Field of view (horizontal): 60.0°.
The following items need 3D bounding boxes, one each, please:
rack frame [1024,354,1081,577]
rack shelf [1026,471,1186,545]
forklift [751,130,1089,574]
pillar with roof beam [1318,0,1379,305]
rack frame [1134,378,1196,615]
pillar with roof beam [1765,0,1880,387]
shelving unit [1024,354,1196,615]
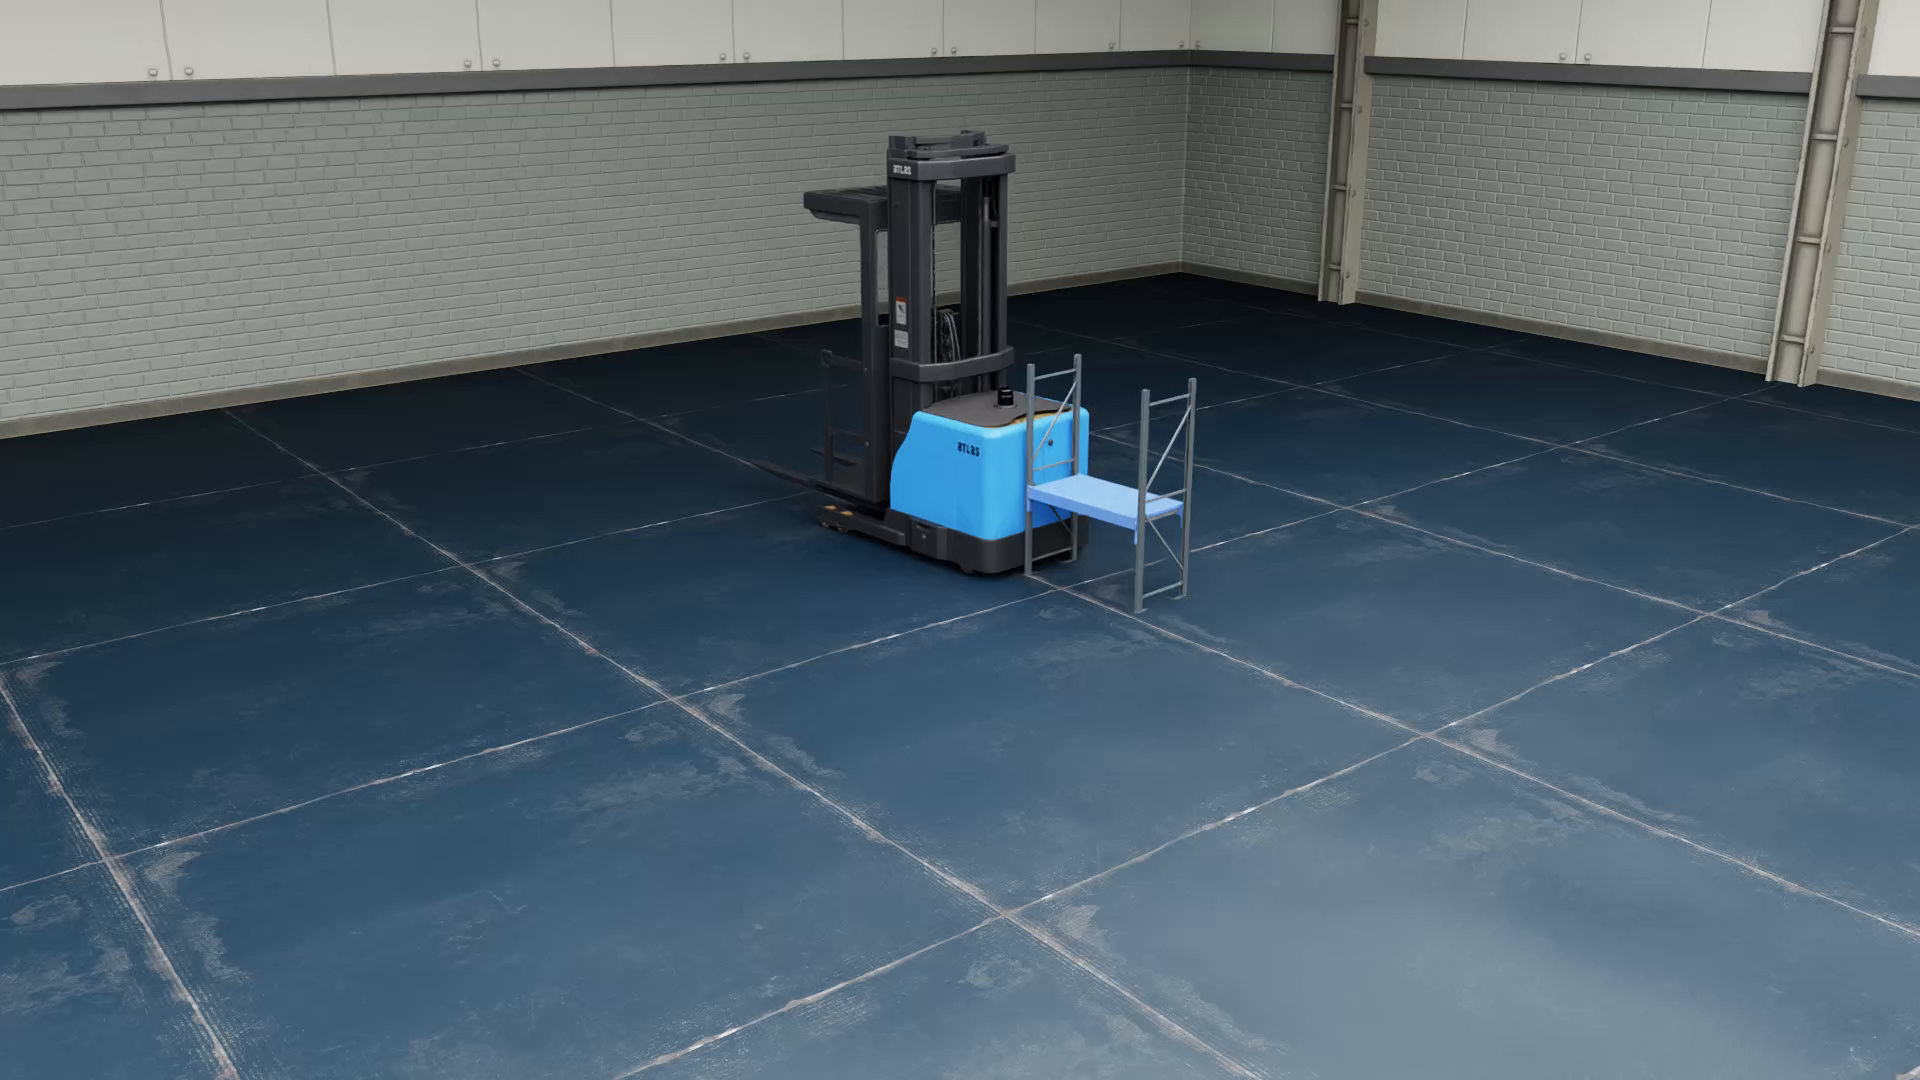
[{"bbox_3d":[0.642,-0.514,11.530,0.500,1.500,0.032,-16,24,-40],"label":"rack frame"},{"bbox_3d":[0.988,-0.226,11.232,0.538,0.185,1.000,-16,24,-40],"label":"rack shelf"},{"bbox_3d":[-0.440,-1.541,12.352,1.130,2.935,3.031,-16,24,-40],"label":"forklift"},{"bbox_3d":[1.570,-6.564,17.869,9.100,9.000,0.400,-14,23,-36],"label":"pillar with roof beam"},{"bbox_3d":[1.334,-0.280,10.822,0.500,1.500,0.032,-16,24,-40],"label":"rack frame"},{"bbox_3d":[5.296,-5.085,13.404,9.100,9.000,0.400,-14,23,-36],"label":"pillar with roof beam"},{"bbox_3d":[0.988,-0.397,11.176,0.538,1.500,1.048,-16,24,-40],"label":"shelving unit"}]
